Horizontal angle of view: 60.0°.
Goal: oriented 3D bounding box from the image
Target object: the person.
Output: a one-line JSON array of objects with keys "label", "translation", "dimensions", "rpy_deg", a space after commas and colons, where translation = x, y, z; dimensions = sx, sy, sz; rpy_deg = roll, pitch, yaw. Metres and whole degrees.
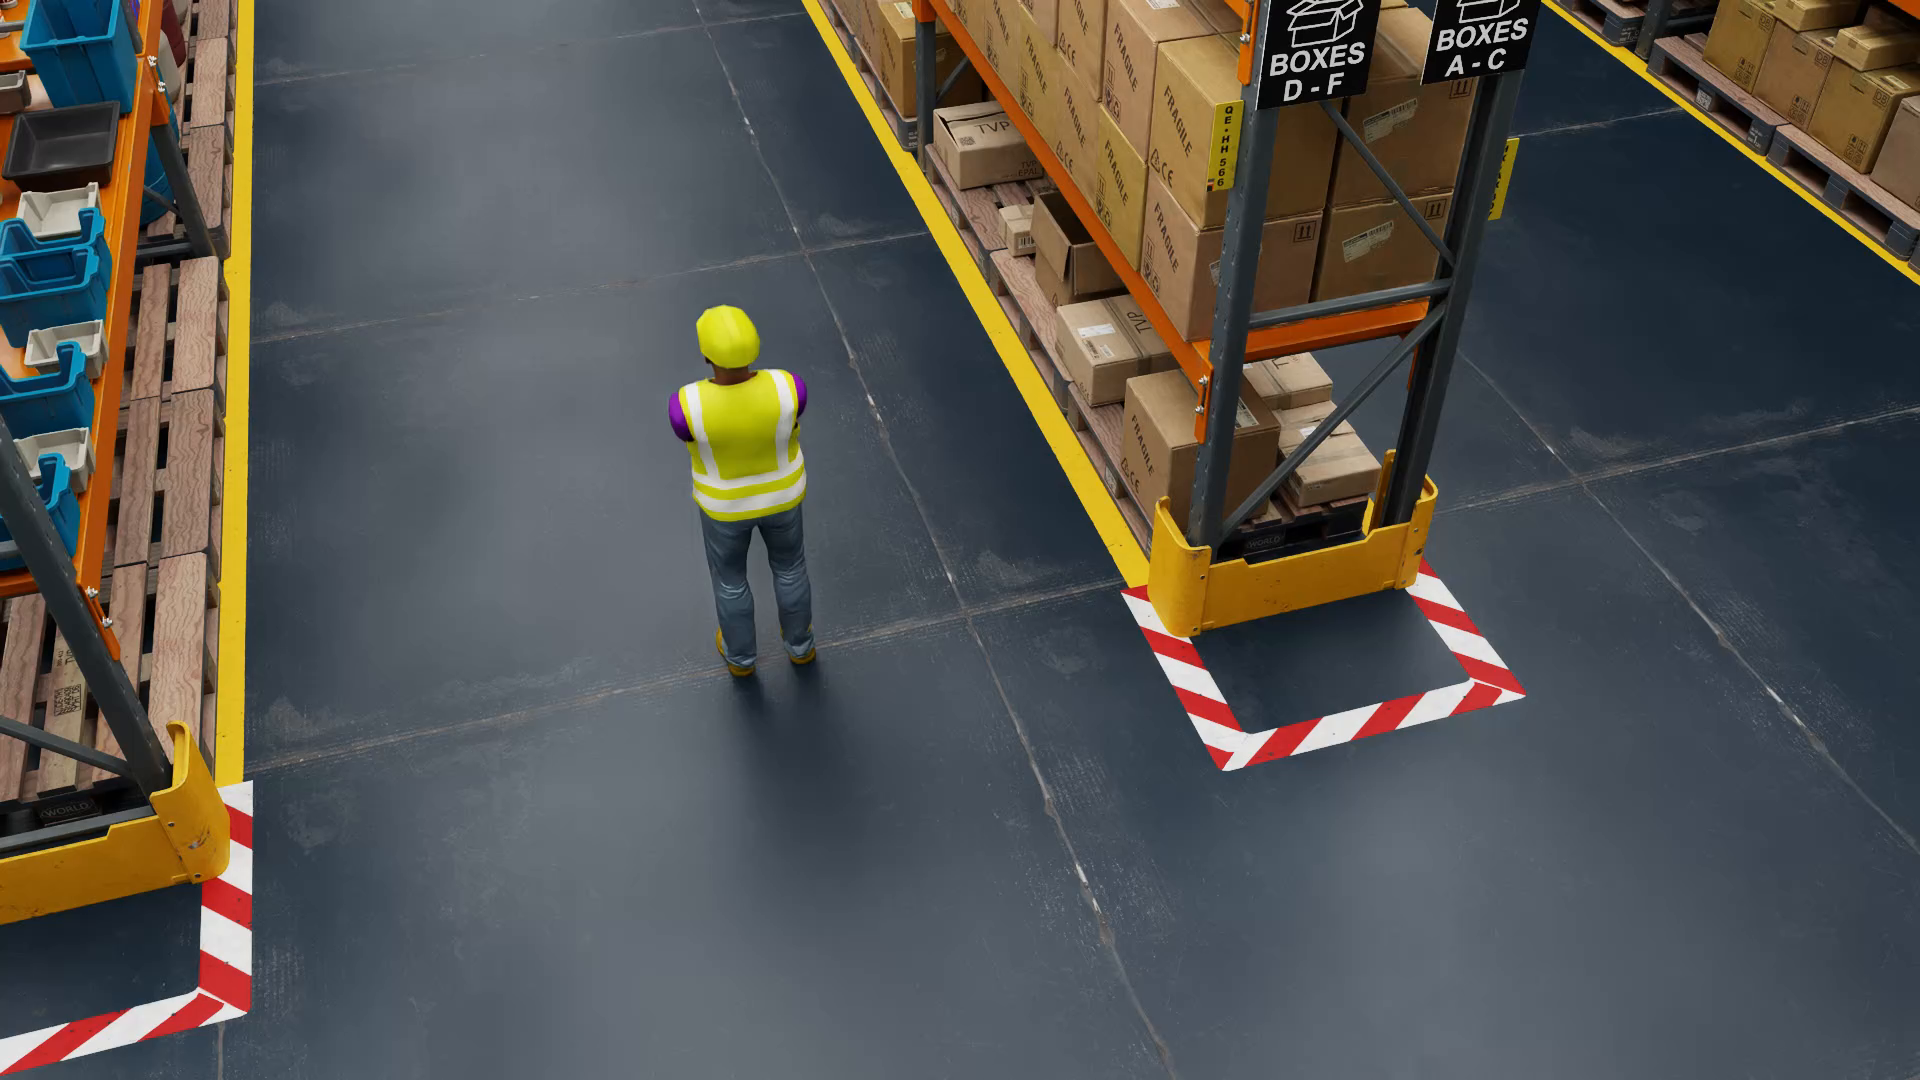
[{"label": "person", "translation": [-0.840, -0.237, 6.410], "dimensions": [0.503, 1.760, 0.585], "rpy_deg": [-11, 43, -12]}]
